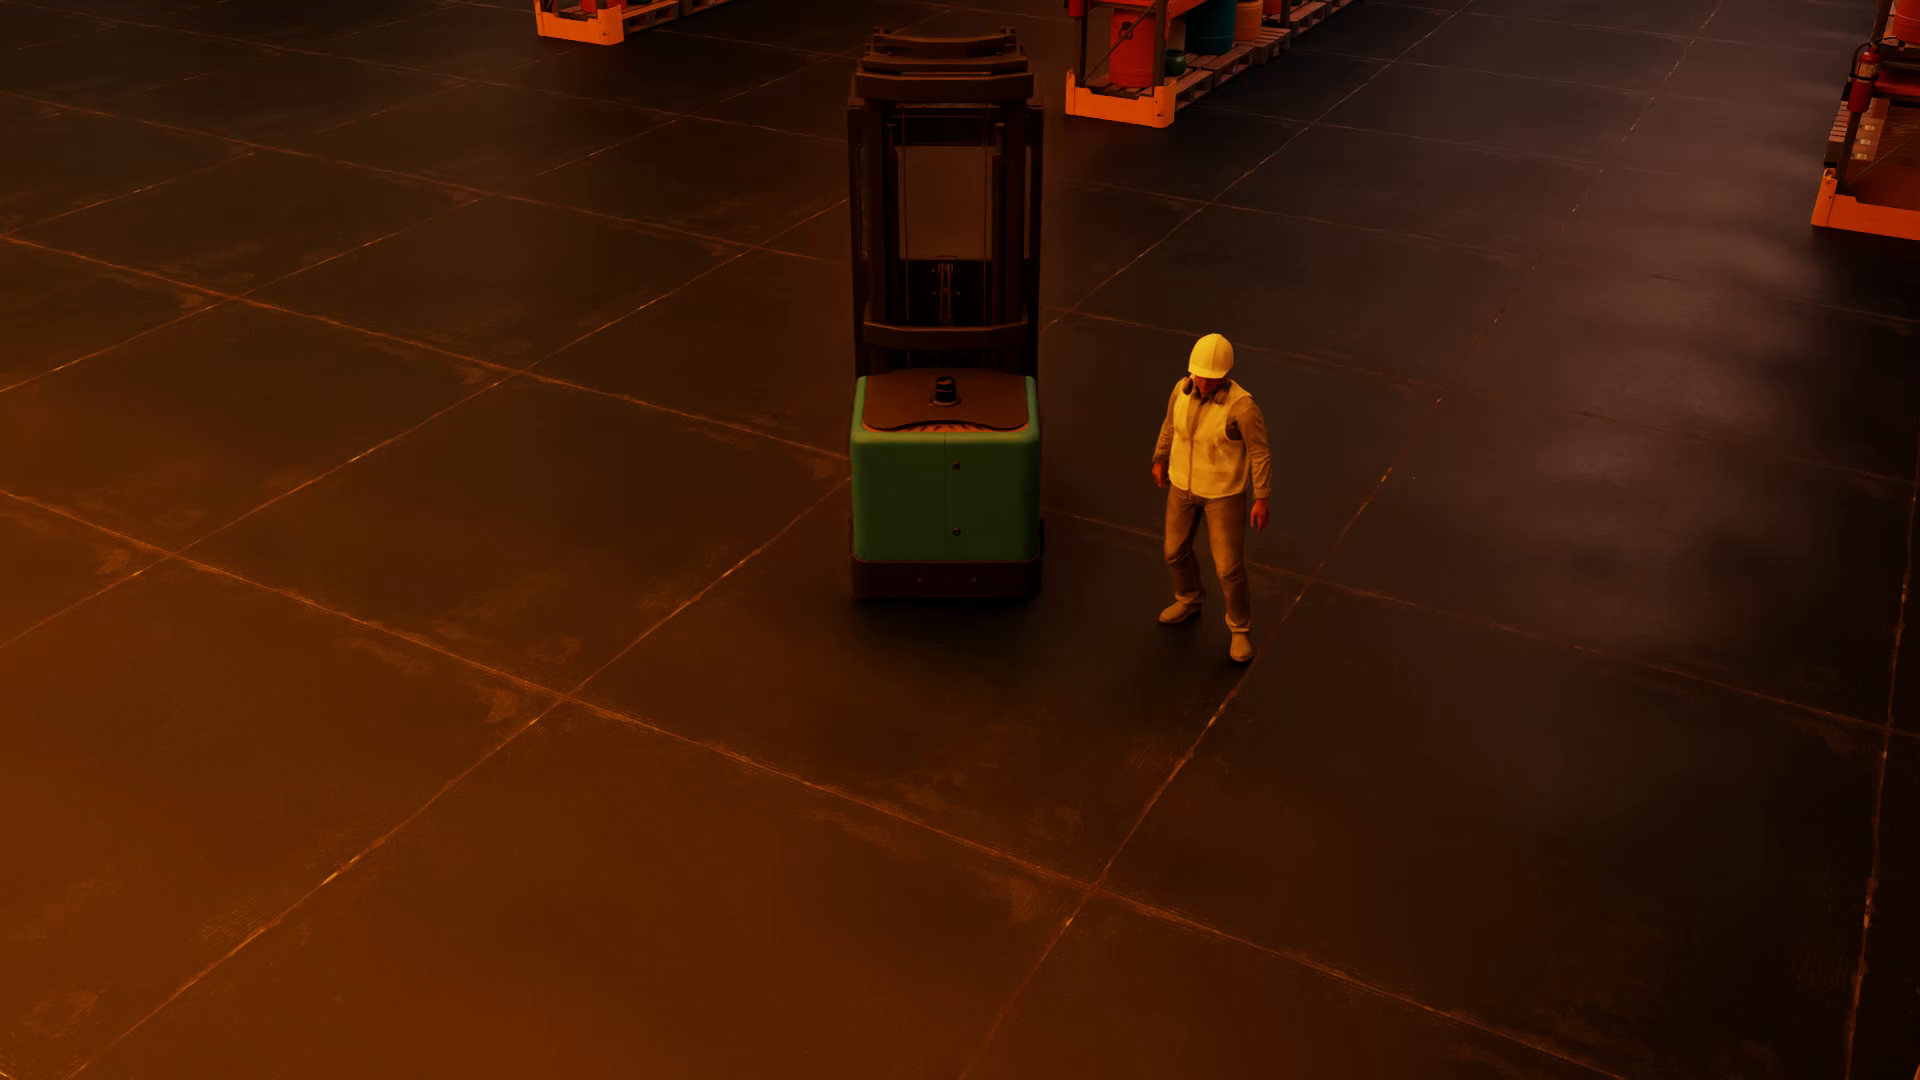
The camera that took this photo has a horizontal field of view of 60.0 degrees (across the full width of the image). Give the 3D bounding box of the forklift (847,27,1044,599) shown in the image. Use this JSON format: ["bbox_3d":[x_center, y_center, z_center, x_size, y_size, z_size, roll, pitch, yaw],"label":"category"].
[{"bbox_3d":[-0.083,-1.635,9.904,1.130,2.935,3.031,0,30,0],"label":"forklift"}]

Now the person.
[{"bbox_3d":[1.306,-0.276,8.739,0.814,1.746,0.438,23,37,34],"label":"person"}]
